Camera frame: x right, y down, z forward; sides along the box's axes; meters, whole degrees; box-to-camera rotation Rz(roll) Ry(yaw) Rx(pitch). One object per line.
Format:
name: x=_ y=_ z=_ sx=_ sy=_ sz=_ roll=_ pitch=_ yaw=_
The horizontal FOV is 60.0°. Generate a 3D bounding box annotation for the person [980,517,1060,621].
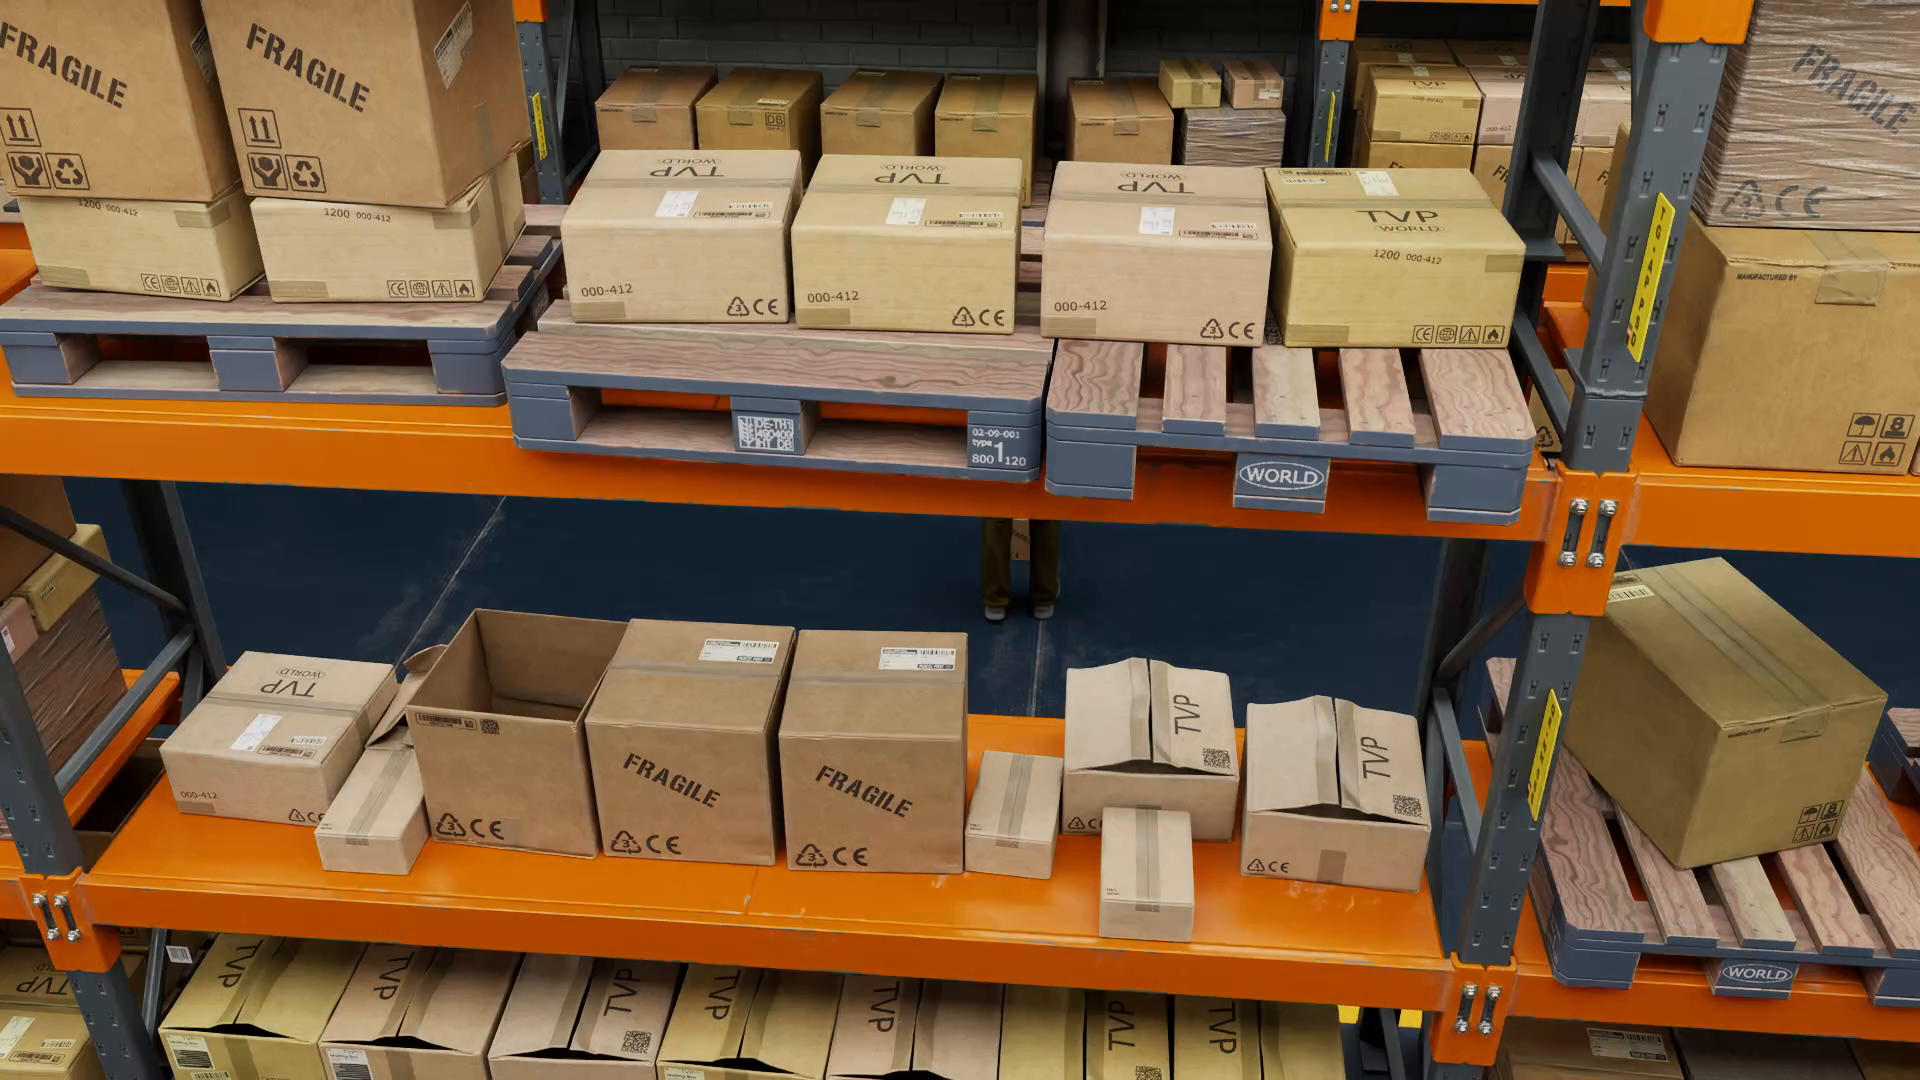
person: x=0.275 y=-0.447 z=7.828 sx=0.560 sy=1.783 sz=0.420 roll=3 pitch=32 yaw=5
